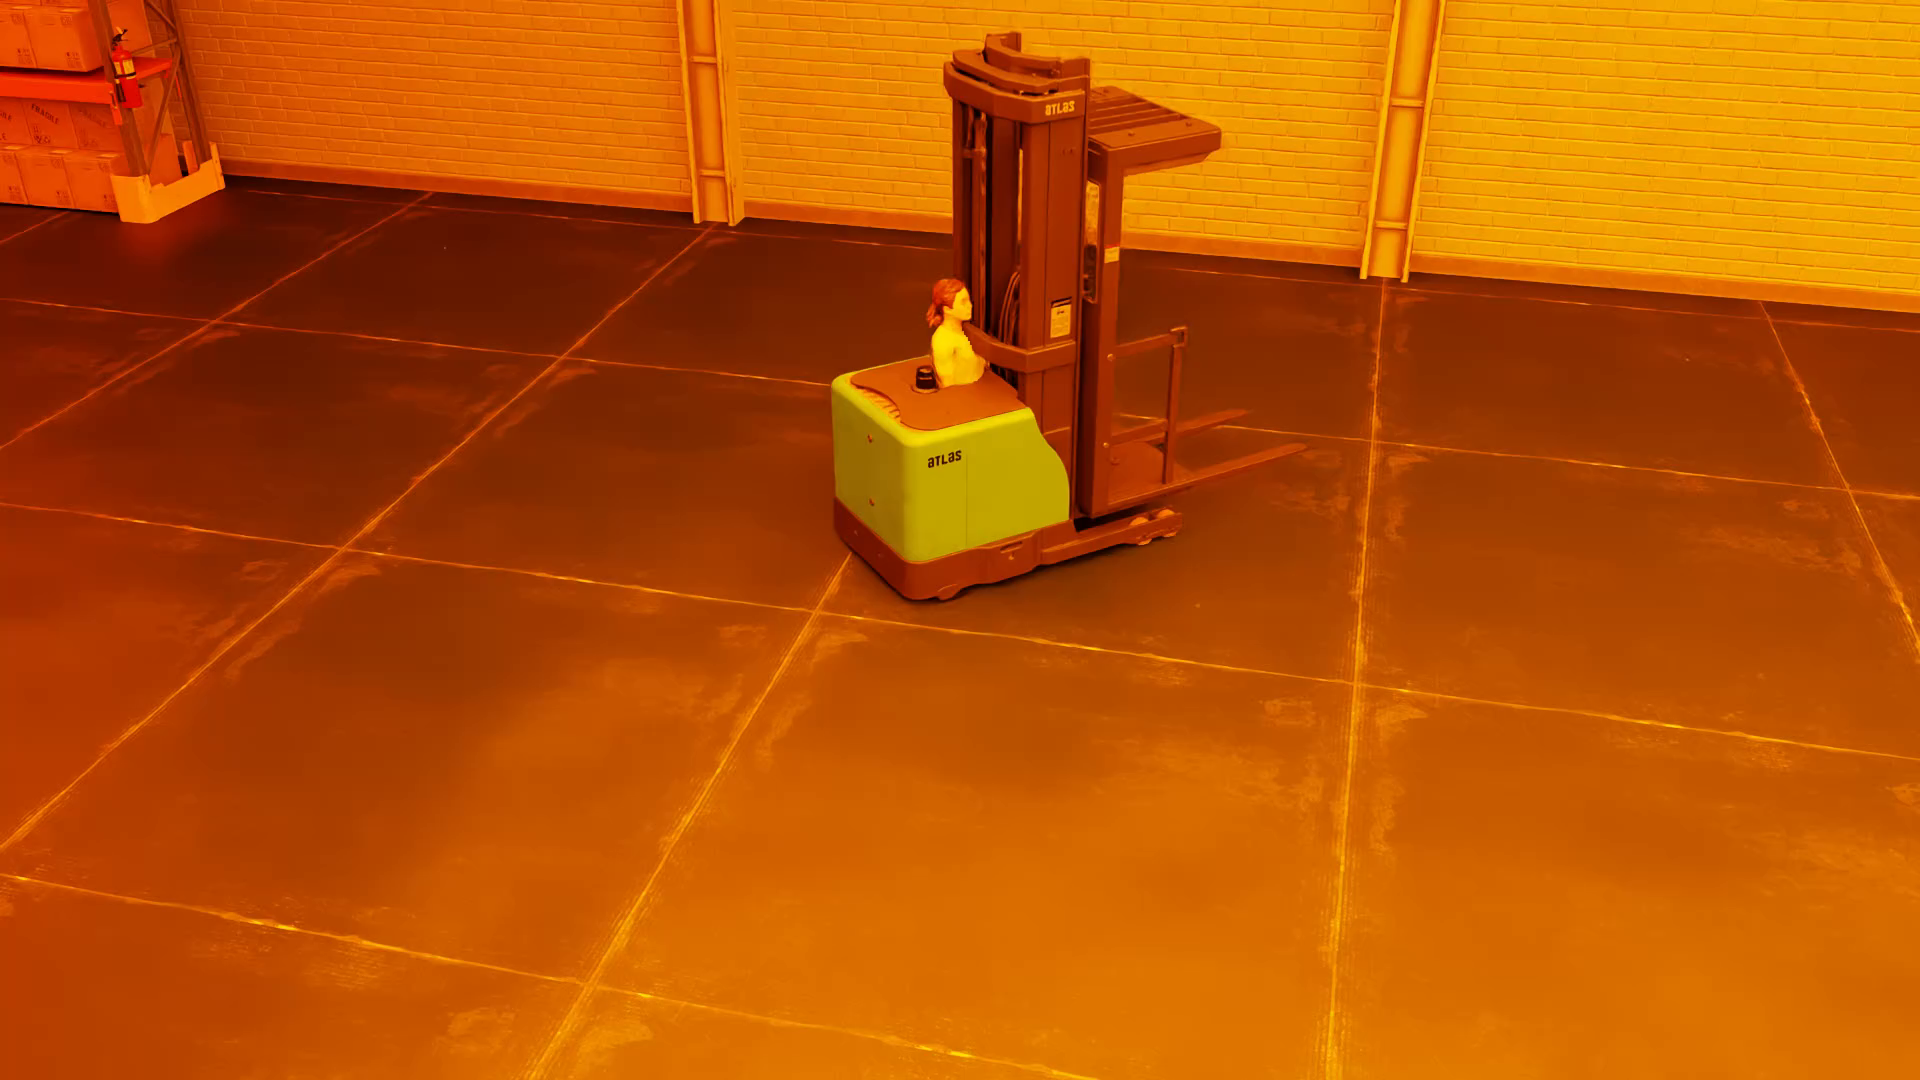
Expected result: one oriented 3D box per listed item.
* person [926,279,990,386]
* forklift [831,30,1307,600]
[{"bbox_3d":[0.017,-0.725,9.732,0.445,1.669,0.437,7,30,12],"label":"person"},{"bbox_3d":[0.772,-1.452,9.733,3.031,2.935,1.130,-16,33,-26],"label":"forklift"}]
